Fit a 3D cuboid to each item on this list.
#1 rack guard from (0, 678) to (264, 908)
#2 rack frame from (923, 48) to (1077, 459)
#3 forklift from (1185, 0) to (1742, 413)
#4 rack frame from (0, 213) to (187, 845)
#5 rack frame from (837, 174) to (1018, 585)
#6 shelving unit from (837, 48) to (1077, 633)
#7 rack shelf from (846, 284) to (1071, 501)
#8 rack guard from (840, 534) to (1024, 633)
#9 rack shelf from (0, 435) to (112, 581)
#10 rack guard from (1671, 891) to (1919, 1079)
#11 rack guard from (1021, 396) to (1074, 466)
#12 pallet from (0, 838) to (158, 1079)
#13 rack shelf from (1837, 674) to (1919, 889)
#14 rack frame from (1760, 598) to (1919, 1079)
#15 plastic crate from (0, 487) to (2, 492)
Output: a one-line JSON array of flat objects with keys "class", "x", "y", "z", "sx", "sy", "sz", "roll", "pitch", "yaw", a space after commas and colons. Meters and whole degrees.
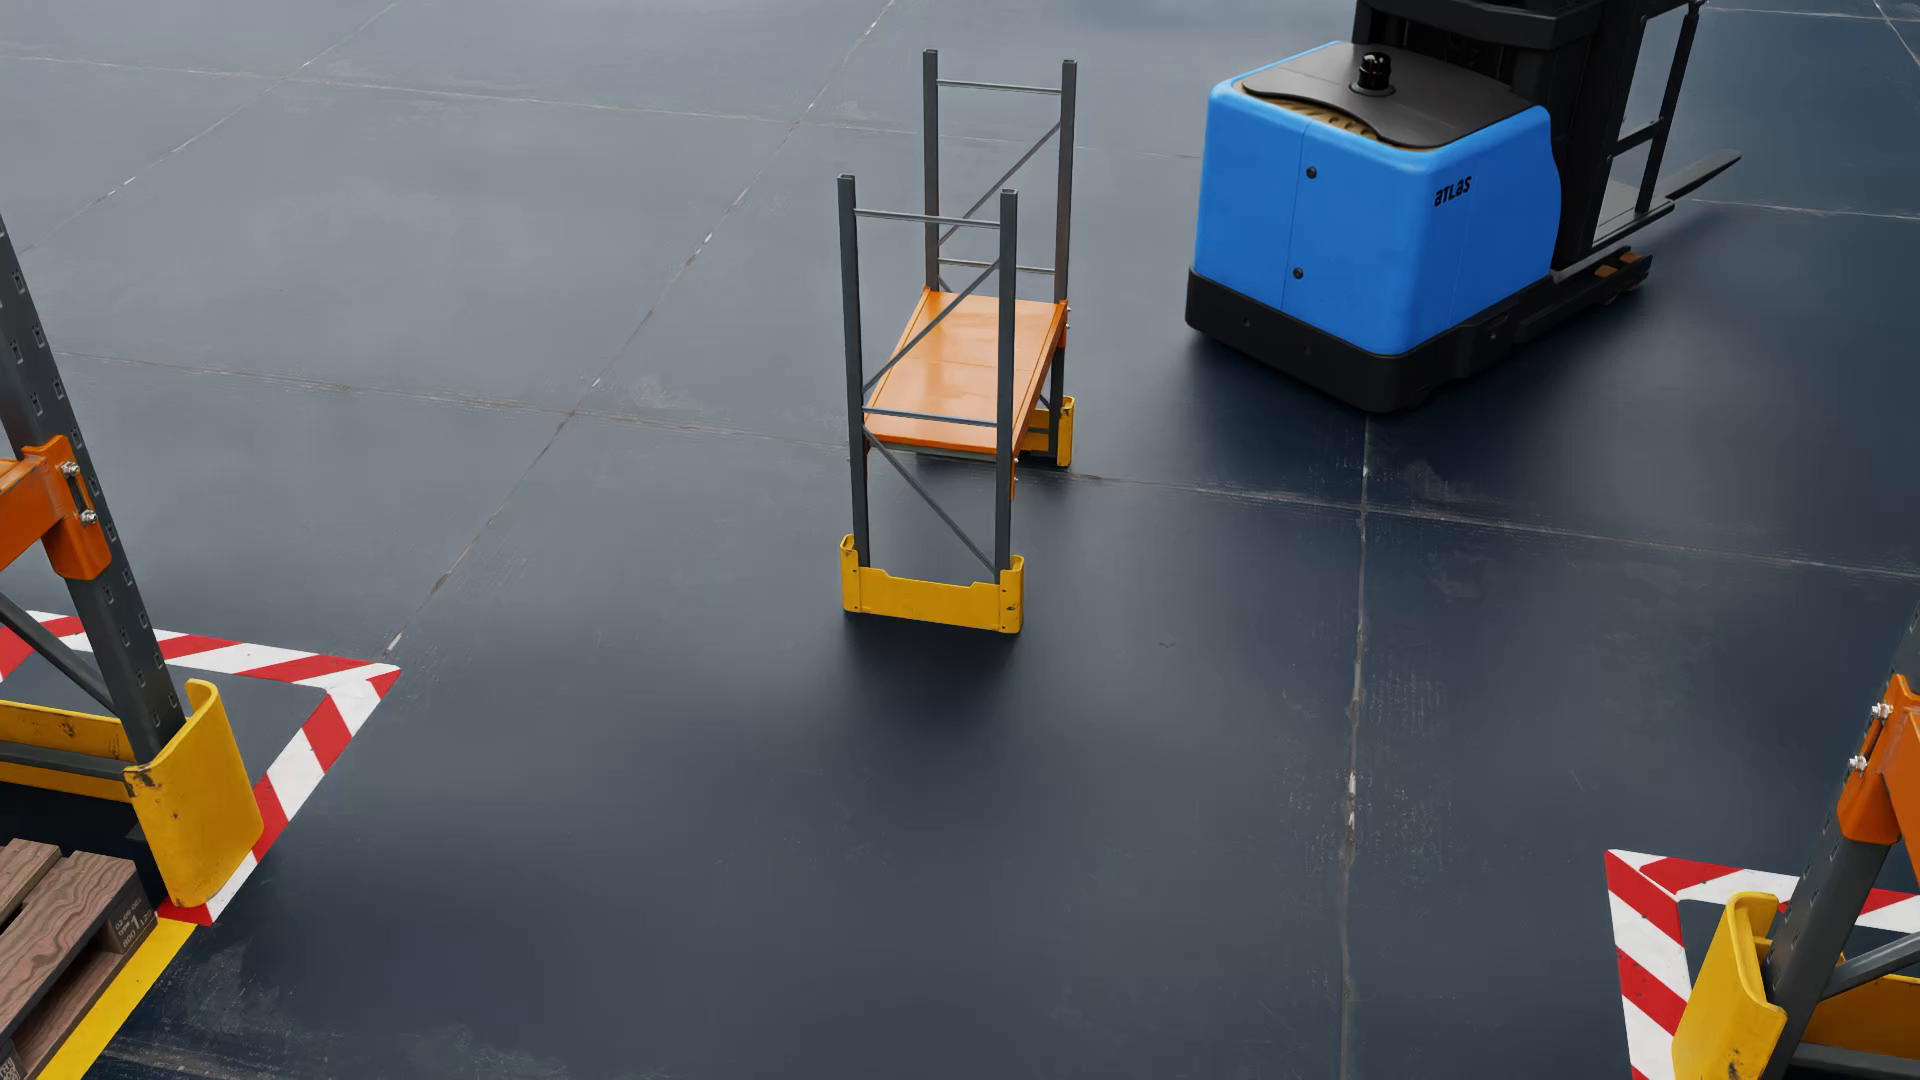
[{"class": "rack guard", "x": -2.534, "y": 0.608, "z": 4.485, "sx": 1.175, "sy": 0.500, "sz": 0.348, "roll": 7, "pitch": 37, "yaw": 10}, {"class": "rack frame", "x": 0.127, "y": -0.948, "z": 5.779, "sx": 0.500, "sy": 1.500, "sz": 0.032, "roll": 7, "pitch": 37, "yaw": 10}, {"class": "forklift", "x": 2.368, "y": -2.403, "z": 6.569, "sx": 3.031, "sy": 2.935, "sz": 1.130, "roll": -28, "pitch": 44, "yaw": -33}, {"class": "rack frame", "x": -2.564, "y": -0.454, "z": 3.820, "sx": 1.000, "sy": 3.000, "sz": 0.127, "roll": 7, "pitch": 37, "yaw": 10}, {"class": "rack frame", "x": -0.090, "y": -0.365, "z": 4.975, "sx": 0.500, "sy": 1.500, "sz": 0.032, "roll": 7, "pitch": 37, "yaw": 10}, {"class": "shelving unit", "x": 0.016, "y": -0.651, "z": 5.370, "sx": 0.587, "sy": 1.500, "sz": 1.083, "roll": 7, "pitch": 37, "yaw": 10}, {"class": "rack shelf", "x": 0.018, "y": -0.511, "z": 5.483, "sx": 0.538, "sy": 0.185, "sz": 1.000, "roll": 7, "pitch": 37, "yaw": 10}, {"class": "rack guard", "x": -0.090, "y": 0.141, "z": 5.343, "sx": 0.587, "sy": 0.250, "sz": 0.087, "roll": 7, "pitch": 37, "yaw": 10}, {"class": "rack shelf", "x": -2.991, "y": 0.984, "z": 2.449, "sx": 1.077, "sy": 0.370, "sz": 4.000, "roll": 7, "pitch": 37, "yaw": 10}, {"class": "rack guard", "x": 2.280, "y": 1.168, "z": 3.713, "sx": 1.175, "sy": 0.500, "sz": 0.348, "roll": 7, "pitch": 37, "yaw": 10}, {"class": "rack guard", "x": 0.123, "y": -0.430, "z": 6.131, "sx": 0.587, "sy": 0.250, "sz": 0.087, "roll": 7, "pitch": 37, "yaw": 10}, {"class": "pallet", "x": -2.713, "y": 1.190, "z": 3.928, "sx": 1.003, "sy": 0.211, "sz": 1.213, "roll": 7, "pitch": 37, "yaw": 10}, {"class": "rack shelf", "x": 1.847, "y": 1.607, "z": 1.589, "sx": 1.077, "sy": 0.370, "sz": 4.000, "roll": 7, "pitch": 37, "yaw": 10}, {"class": "rack frame", "x": 2.274, "y": 0.169, "z": 2.960, "sx": 1.000, "sy": 3.000, "sz": 0.127, "roll": 7, "pitch": 37, "yaw": 10}, {"class": "plastic crate", "x": -2.378, "y": -0.069, "z": 3.416, "sx": 0.499, "sy": 0.251, "sz": 0.616, "roll": 7, "pitch": 37, "yaw": 10}]
